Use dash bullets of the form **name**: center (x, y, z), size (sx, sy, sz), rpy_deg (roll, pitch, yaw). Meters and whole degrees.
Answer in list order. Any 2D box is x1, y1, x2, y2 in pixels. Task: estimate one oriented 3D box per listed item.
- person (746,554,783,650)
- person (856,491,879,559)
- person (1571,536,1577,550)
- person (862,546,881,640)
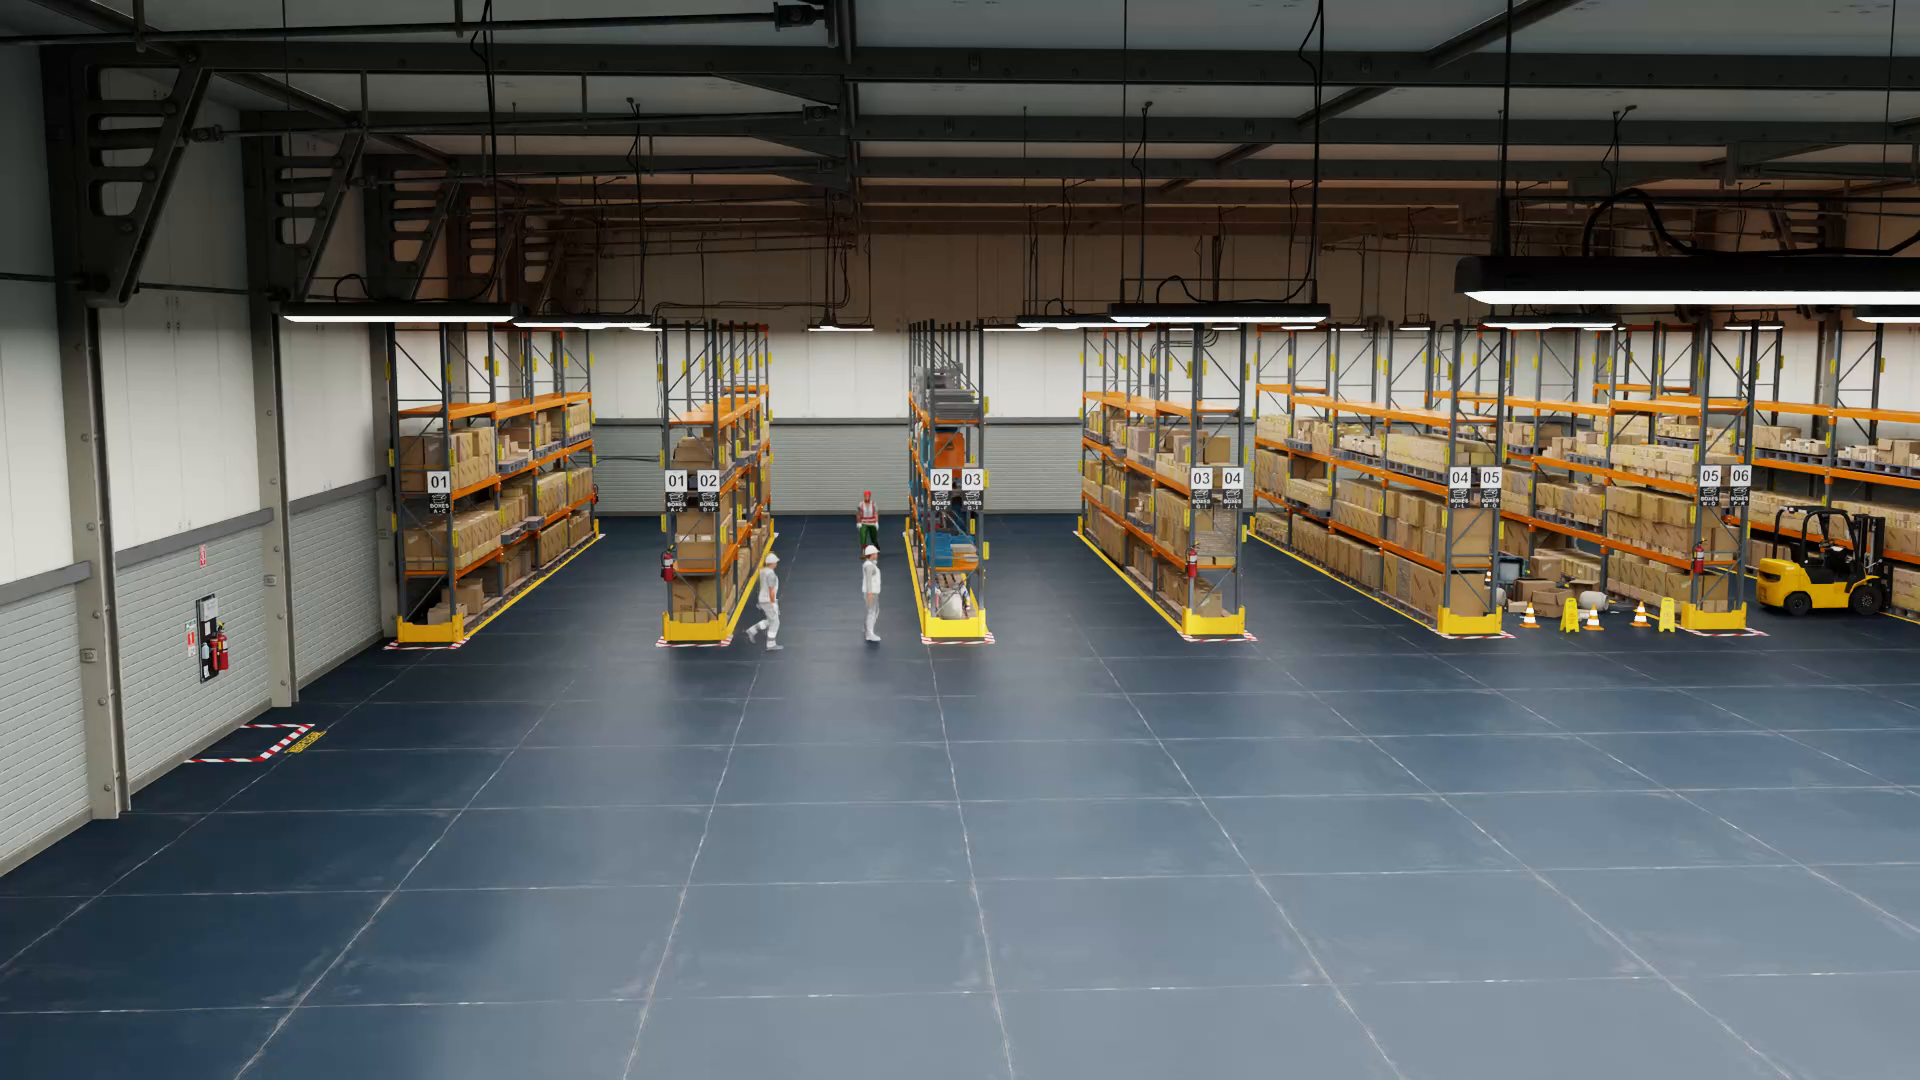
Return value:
- **person**: center (-3.551, 1.125, 30.094), size (0.689, 1.756, 0.557), rpy_deg (0, 7, -1)
- **person**: center (-2.358, -0.401, 42.581), size (0.605, 1.744, 1.006), rpy_deg (1, 7, 7)
- **person**: center (15.958, -0.472, 43.515), size (0.451, 1.672, 0.462), rpy_deg (2, 7, 16)
- **person**: center (-1.672, 1.017, 31.297), size (0.359, 1.833, 0.600), rpy_deg (0, 7, -2)
